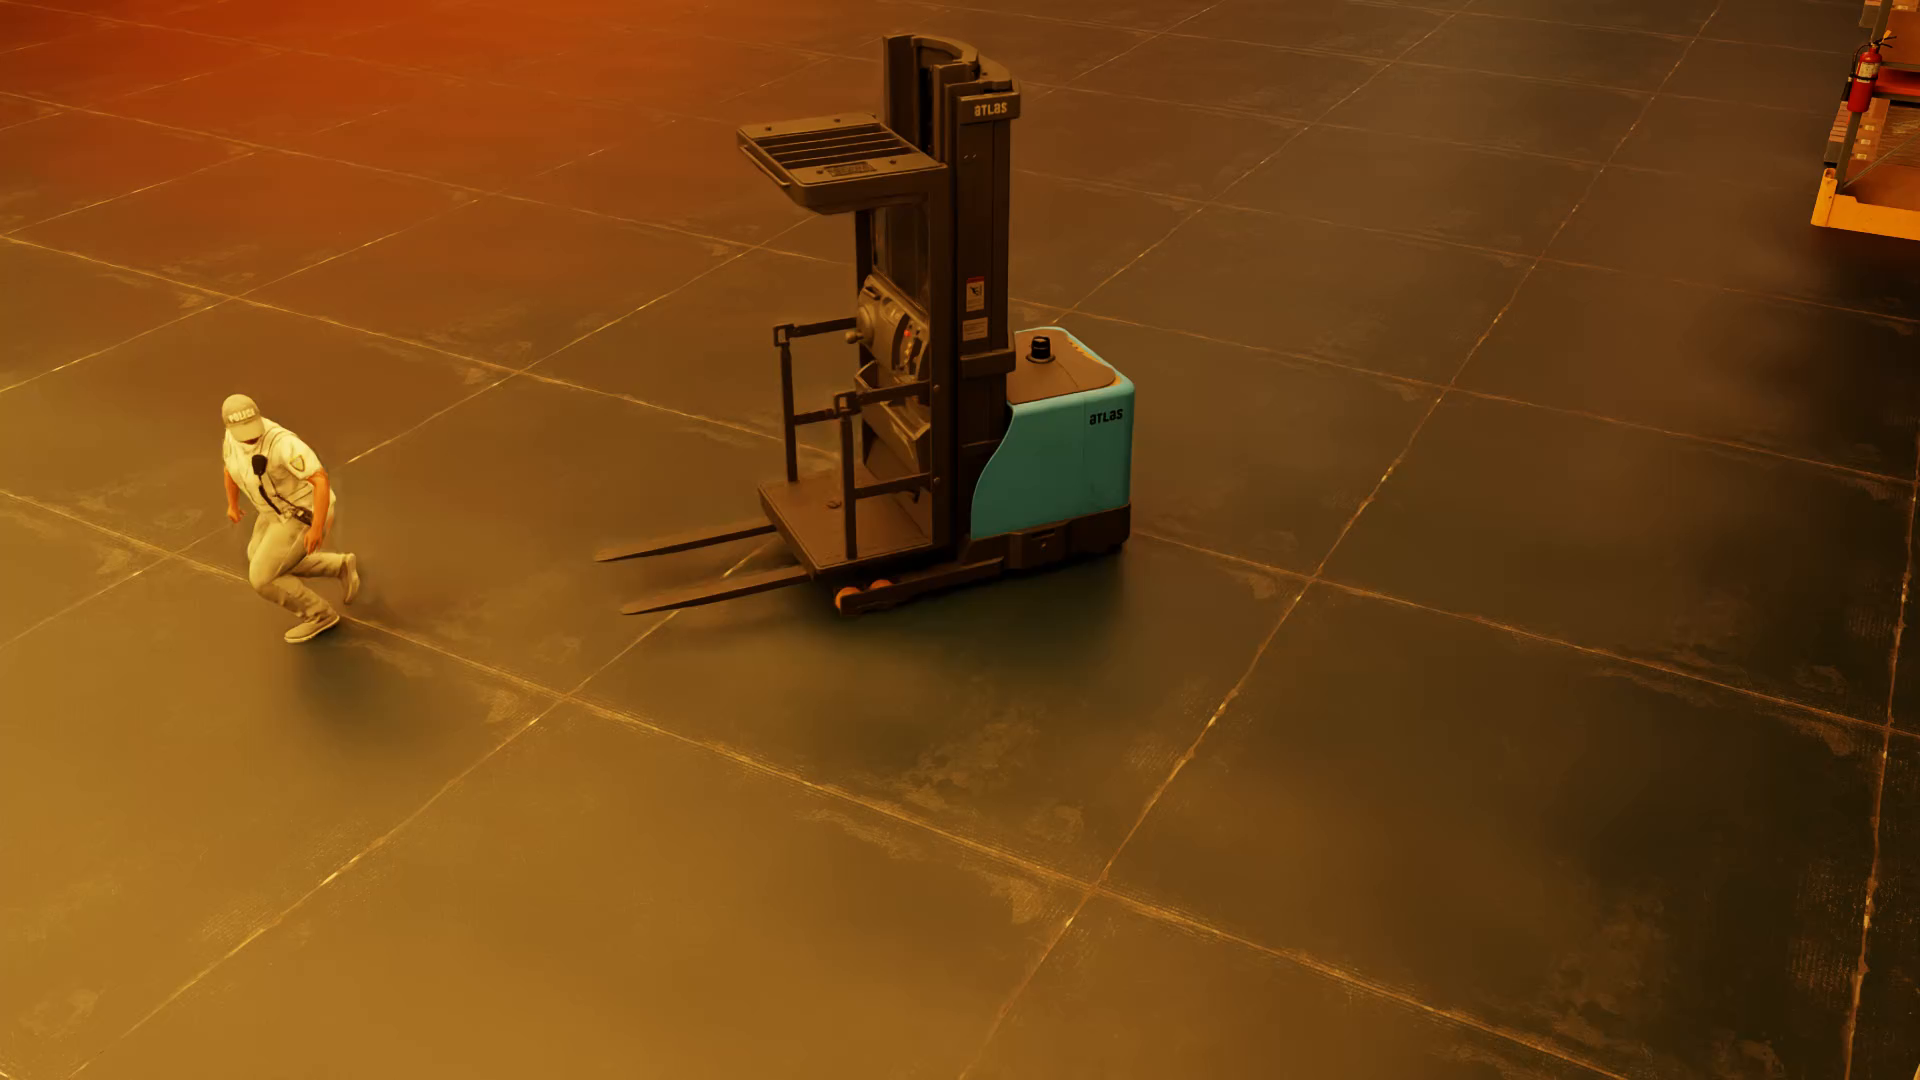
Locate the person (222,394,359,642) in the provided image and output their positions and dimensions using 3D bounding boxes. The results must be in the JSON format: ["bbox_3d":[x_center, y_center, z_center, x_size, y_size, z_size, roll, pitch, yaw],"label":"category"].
[{"bbox_3d":[-3.577,-0.179,8.885,0.622,1.456,0.757,-25,38,-36],"label":"person"}]

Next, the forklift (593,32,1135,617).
[{"bbox_3d":[-0.556,-1.141,9.048,3.031,2.935,1.130,-13,32,-21],"label":"forklift"}]
